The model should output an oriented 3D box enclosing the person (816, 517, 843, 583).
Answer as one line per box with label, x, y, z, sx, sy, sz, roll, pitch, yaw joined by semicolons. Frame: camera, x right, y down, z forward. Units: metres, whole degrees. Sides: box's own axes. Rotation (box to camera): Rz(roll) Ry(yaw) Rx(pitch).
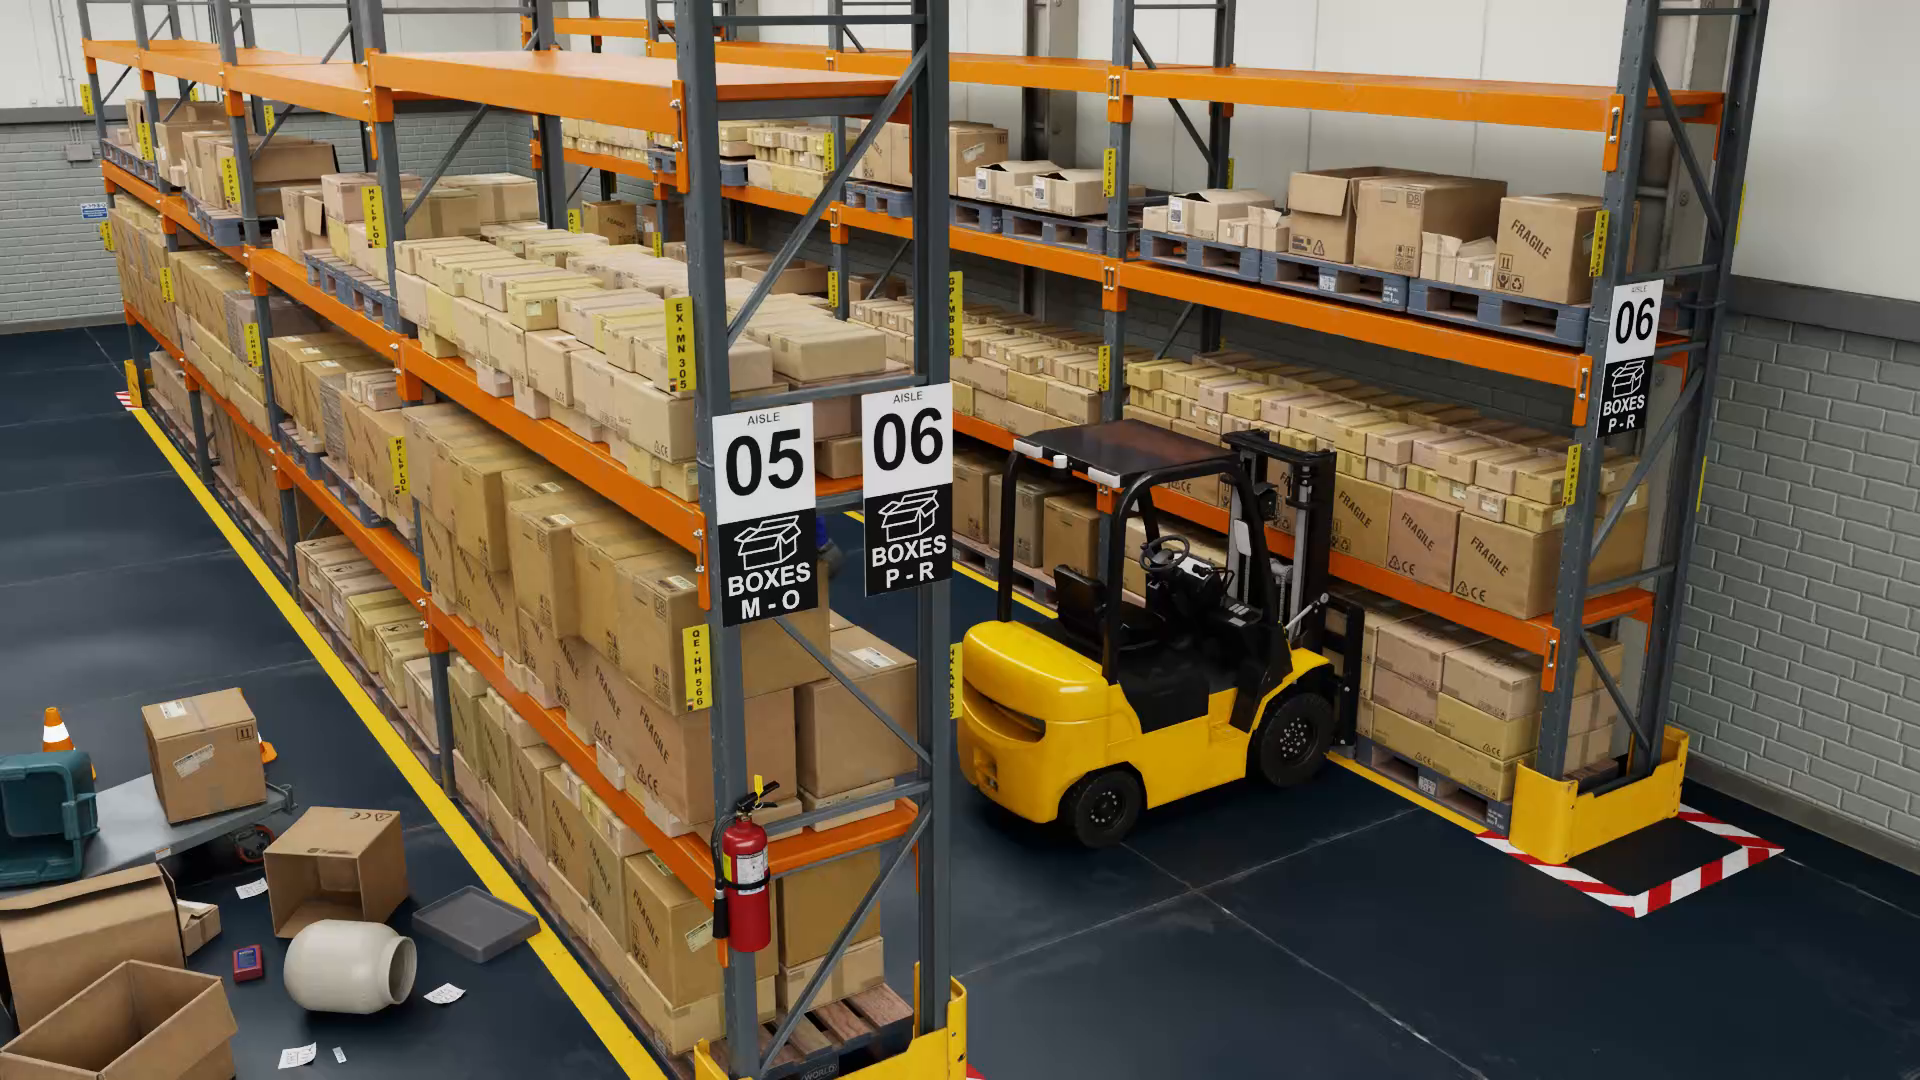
person;-1.143;0.185;11.991;0.635;1.363;0.496;-11;21;-31
